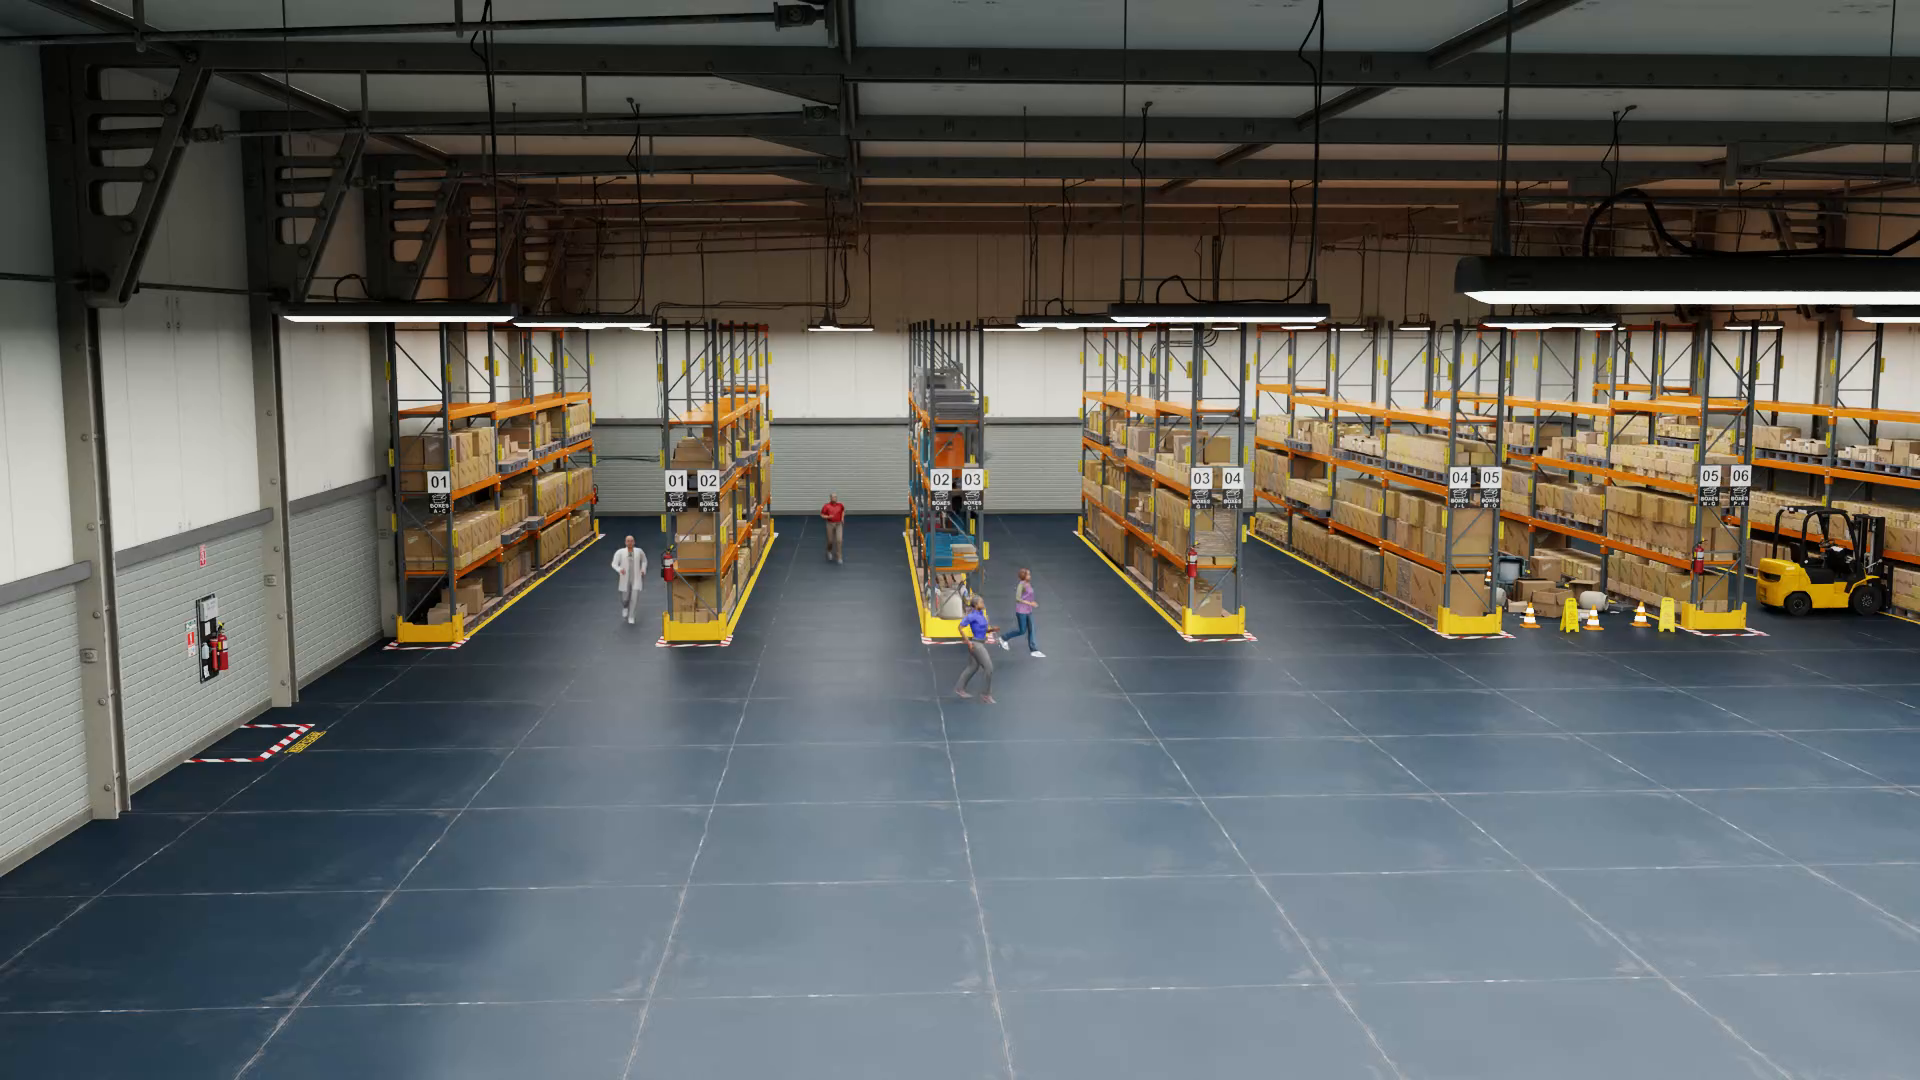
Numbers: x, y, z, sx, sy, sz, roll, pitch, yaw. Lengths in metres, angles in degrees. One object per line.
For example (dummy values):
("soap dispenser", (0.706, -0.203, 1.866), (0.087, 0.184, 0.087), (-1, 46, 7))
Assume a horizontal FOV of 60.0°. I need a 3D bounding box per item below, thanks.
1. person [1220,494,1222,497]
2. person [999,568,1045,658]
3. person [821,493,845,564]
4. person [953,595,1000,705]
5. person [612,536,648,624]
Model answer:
("person", (7.140, -1.069, 47.914), (0.728, 1.767, 0.954), (6, 9, 38))
("person", (1.124, 1.332, 29.555), (0.817, 1.491, 0.555), (3, 8, 22))
("person", (-3.170, -0.309, 41.796), (0.659, 1.737, 0.965), (-2, 7, -16))
("person", (0.255, 1.715, 25.887), (0.770, 1.719, 0.546), (1, 7, 11))
("person", (-6.554, 0.778, 33.068), (0.709, 1.737, 0.757), (-2, 7, -16))
